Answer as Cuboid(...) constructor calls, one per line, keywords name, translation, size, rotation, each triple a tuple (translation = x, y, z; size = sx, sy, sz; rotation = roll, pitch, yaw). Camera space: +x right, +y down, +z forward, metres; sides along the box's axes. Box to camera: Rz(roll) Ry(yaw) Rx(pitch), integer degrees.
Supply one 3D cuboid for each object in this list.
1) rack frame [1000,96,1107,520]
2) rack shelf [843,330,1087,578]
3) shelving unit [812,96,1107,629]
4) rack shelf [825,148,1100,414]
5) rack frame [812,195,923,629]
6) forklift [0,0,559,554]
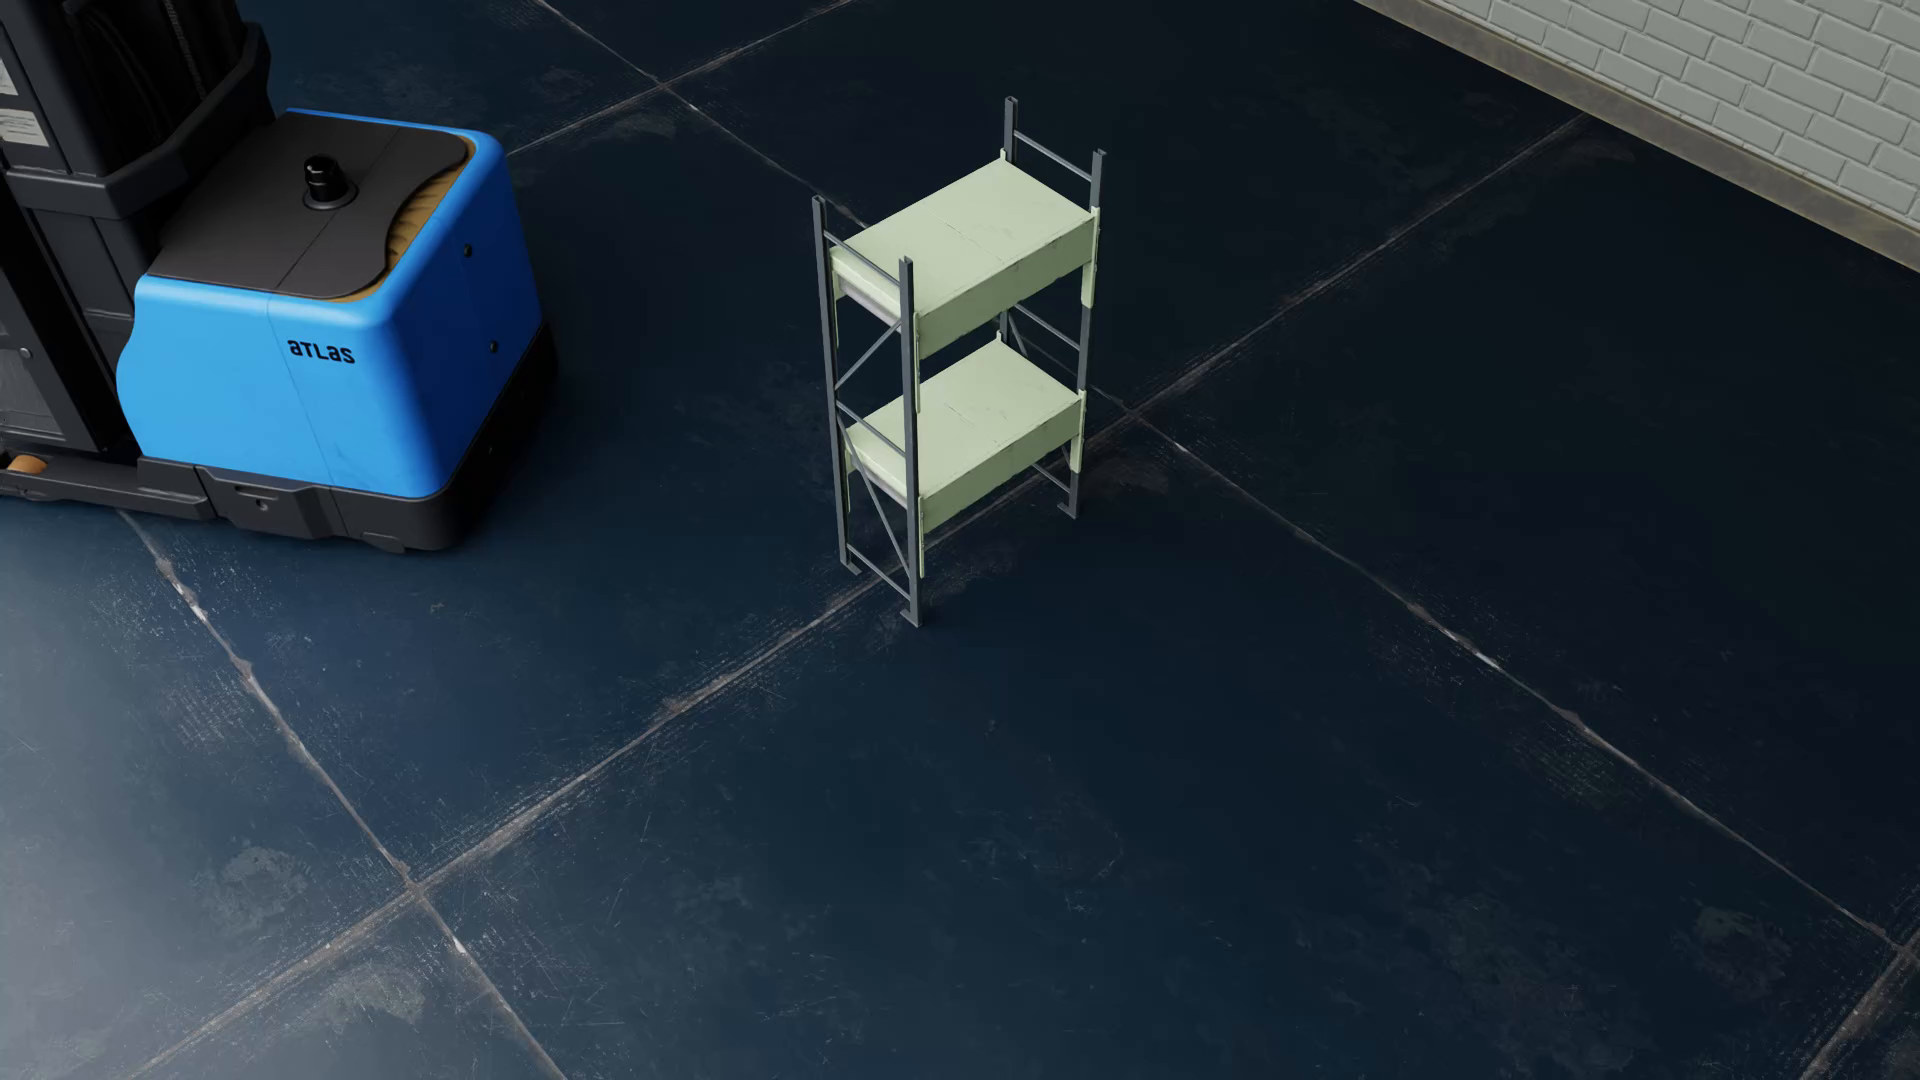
Cuboid(name="rack frame", translation=(0.276, -0.693, 5.369), size=(0.023, 1.500, 0.400), rotation=(-34, 56, -27))
Cuboid(name="rack shelf", translation=(0.005, -0.291, 5.441), size=(0.720, 0.370, 0.431), rotation=(-34, 56, -27))
Cuboid(name="shelving unit", translation=(0.005, -0.512, 5.202), size=(0.755, 1.500, 0.431), rotation=(-34, 56, -27))
Cuboid(name="rack shelf", translation=(0.005, -0.777, 4.915), size=(0.720, 0.370, 0.431), rotation=(-34, 56, -27))
Cuboid(name="rack frame", translation=(-0.266, -0.331, 5.035), size=(0.023, 1.500, 0.400), rotation=(-34, 56, -27))
Cuboid(name="forklift", translation=(-3.079, -1.503, 5.142), size=(3.031, 2.935, 1.130), rotation=(9, 48, 8))
